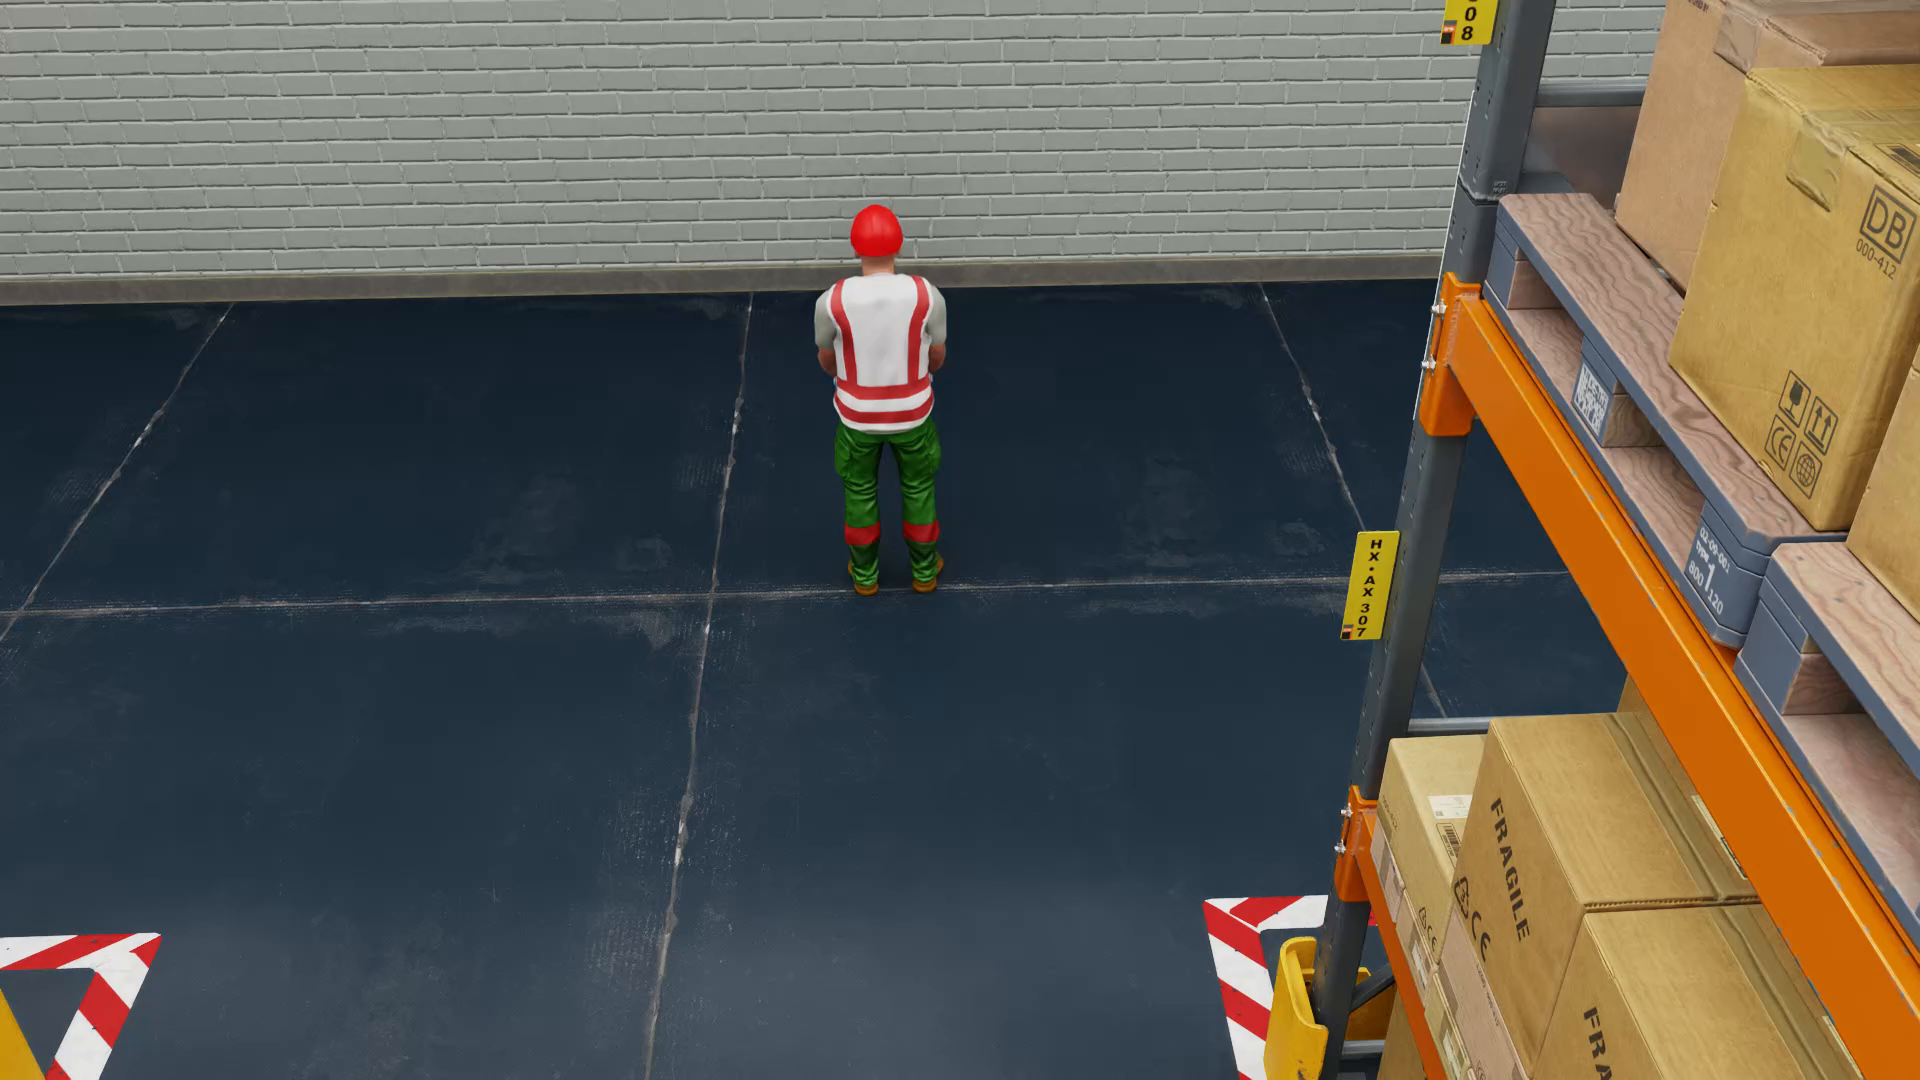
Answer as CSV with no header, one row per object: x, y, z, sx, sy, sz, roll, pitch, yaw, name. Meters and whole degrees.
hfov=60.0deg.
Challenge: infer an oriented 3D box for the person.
-0.322,-0.574,6.942,0.531,1.793,0.486,-2,35,-3,person
